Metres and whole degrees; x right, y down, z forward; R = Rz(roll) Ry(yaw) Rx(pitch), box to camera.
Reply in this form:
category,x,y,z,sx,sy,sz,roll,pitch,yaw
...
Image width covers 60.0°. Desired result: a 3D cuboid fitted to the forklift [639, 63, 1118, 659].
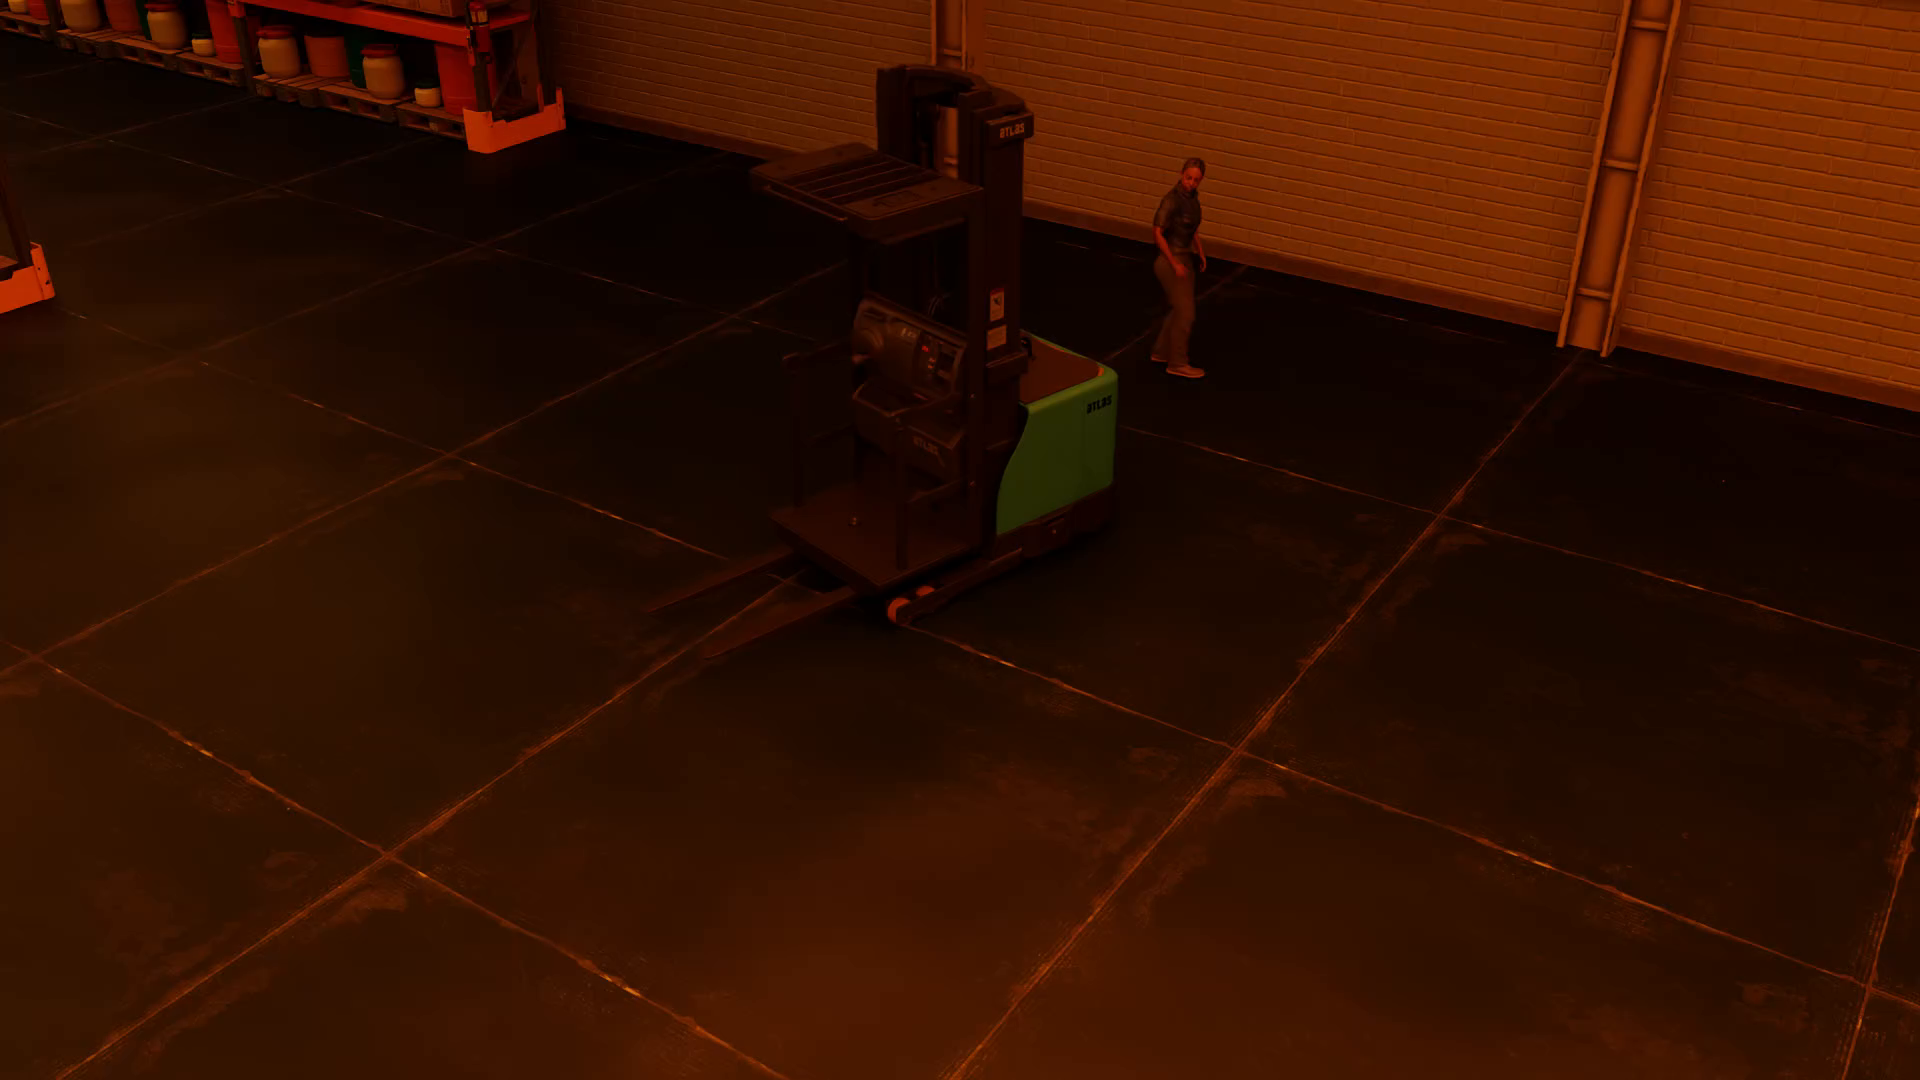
category,x,y,z,sx,sy,sz,roll,pitch,yaw
forklift,-0.457,-1.064,9.414,3.031,2.935,1.130,-24,38,-35

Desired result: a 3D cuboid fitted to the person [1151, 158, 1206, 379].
category,x,y,z,sx,sy,sz,roll,pitch,yaw
person,1.690,-2.046,12.406,0.466,1.634,0.648,11,32,17
